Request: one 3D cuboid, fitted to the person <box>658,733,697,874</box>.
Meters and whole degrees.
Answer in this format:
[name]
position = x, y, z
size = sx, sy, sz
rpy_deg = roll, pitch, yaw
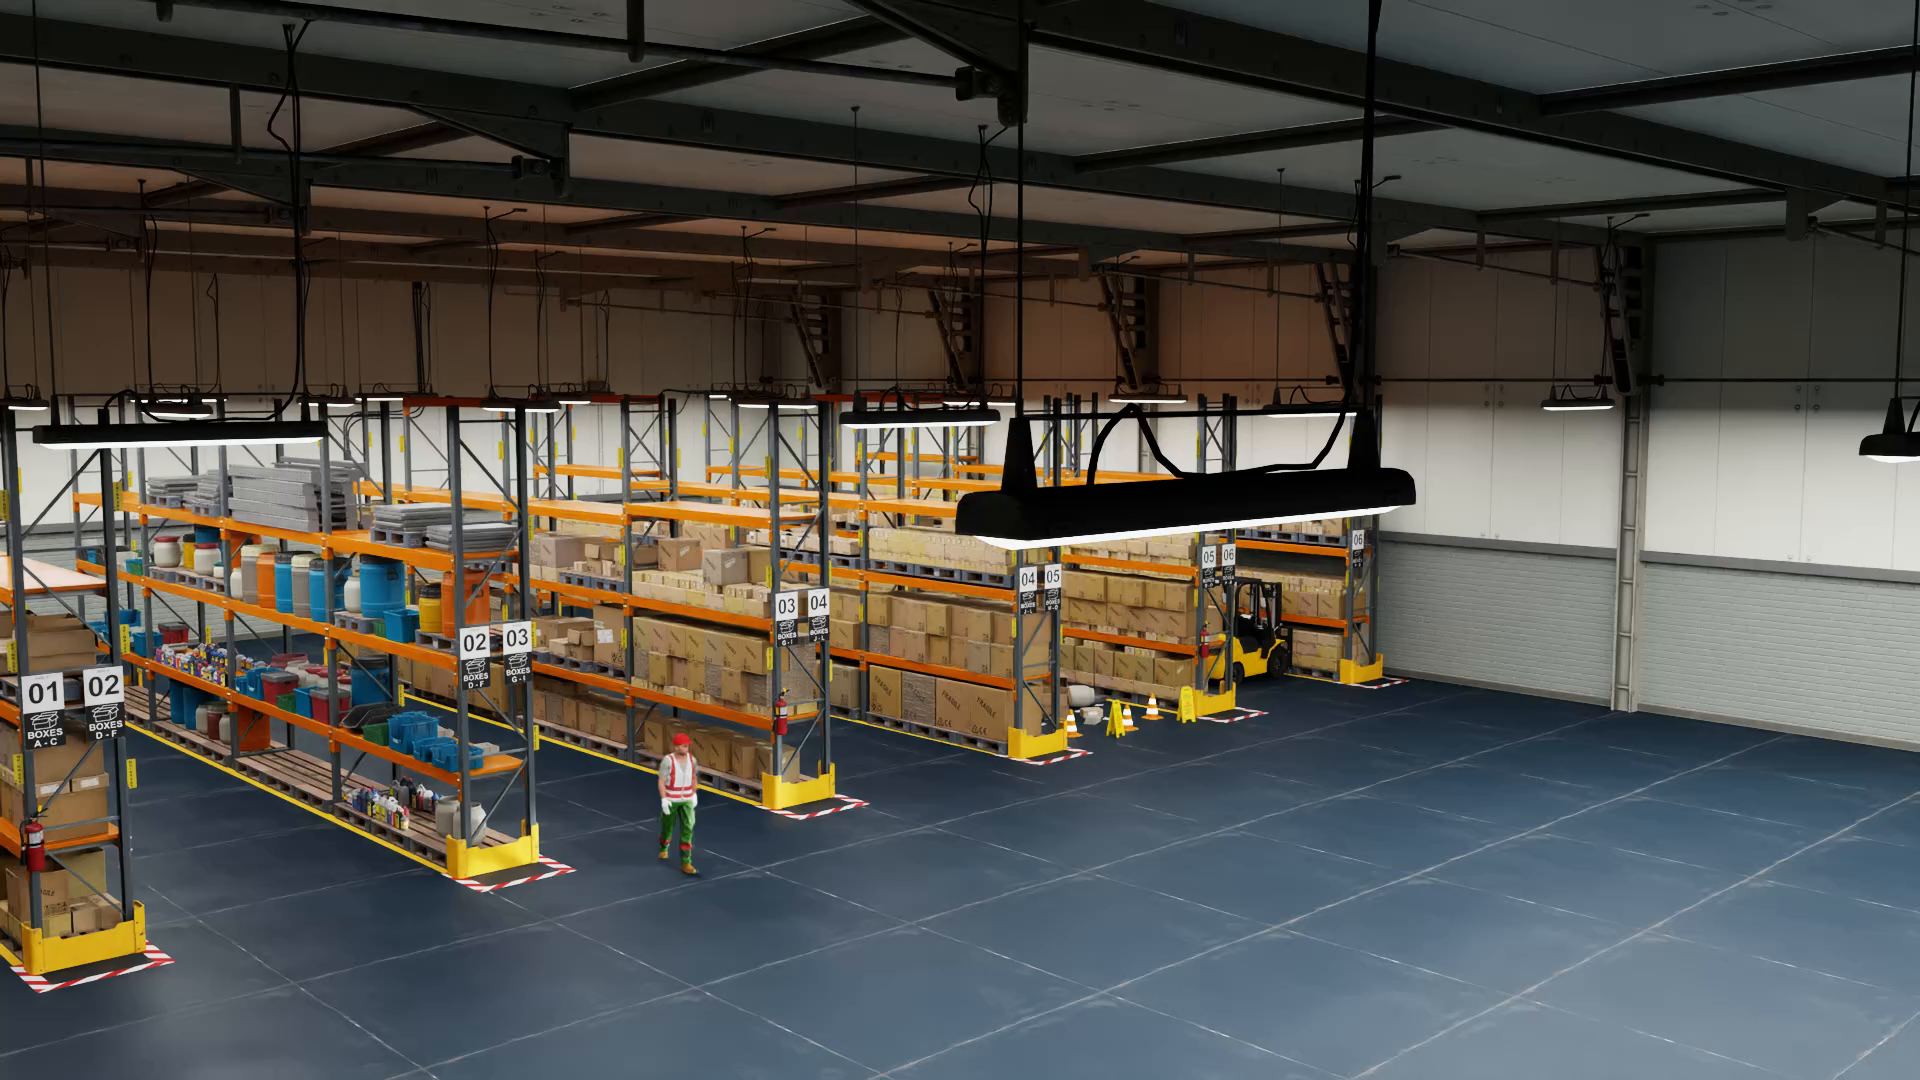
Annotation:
[person]
position = -3.634, 3.377, 21.552
size = 0.635, 1.752, 0.932
rpy_deg = -4, 7, -36
